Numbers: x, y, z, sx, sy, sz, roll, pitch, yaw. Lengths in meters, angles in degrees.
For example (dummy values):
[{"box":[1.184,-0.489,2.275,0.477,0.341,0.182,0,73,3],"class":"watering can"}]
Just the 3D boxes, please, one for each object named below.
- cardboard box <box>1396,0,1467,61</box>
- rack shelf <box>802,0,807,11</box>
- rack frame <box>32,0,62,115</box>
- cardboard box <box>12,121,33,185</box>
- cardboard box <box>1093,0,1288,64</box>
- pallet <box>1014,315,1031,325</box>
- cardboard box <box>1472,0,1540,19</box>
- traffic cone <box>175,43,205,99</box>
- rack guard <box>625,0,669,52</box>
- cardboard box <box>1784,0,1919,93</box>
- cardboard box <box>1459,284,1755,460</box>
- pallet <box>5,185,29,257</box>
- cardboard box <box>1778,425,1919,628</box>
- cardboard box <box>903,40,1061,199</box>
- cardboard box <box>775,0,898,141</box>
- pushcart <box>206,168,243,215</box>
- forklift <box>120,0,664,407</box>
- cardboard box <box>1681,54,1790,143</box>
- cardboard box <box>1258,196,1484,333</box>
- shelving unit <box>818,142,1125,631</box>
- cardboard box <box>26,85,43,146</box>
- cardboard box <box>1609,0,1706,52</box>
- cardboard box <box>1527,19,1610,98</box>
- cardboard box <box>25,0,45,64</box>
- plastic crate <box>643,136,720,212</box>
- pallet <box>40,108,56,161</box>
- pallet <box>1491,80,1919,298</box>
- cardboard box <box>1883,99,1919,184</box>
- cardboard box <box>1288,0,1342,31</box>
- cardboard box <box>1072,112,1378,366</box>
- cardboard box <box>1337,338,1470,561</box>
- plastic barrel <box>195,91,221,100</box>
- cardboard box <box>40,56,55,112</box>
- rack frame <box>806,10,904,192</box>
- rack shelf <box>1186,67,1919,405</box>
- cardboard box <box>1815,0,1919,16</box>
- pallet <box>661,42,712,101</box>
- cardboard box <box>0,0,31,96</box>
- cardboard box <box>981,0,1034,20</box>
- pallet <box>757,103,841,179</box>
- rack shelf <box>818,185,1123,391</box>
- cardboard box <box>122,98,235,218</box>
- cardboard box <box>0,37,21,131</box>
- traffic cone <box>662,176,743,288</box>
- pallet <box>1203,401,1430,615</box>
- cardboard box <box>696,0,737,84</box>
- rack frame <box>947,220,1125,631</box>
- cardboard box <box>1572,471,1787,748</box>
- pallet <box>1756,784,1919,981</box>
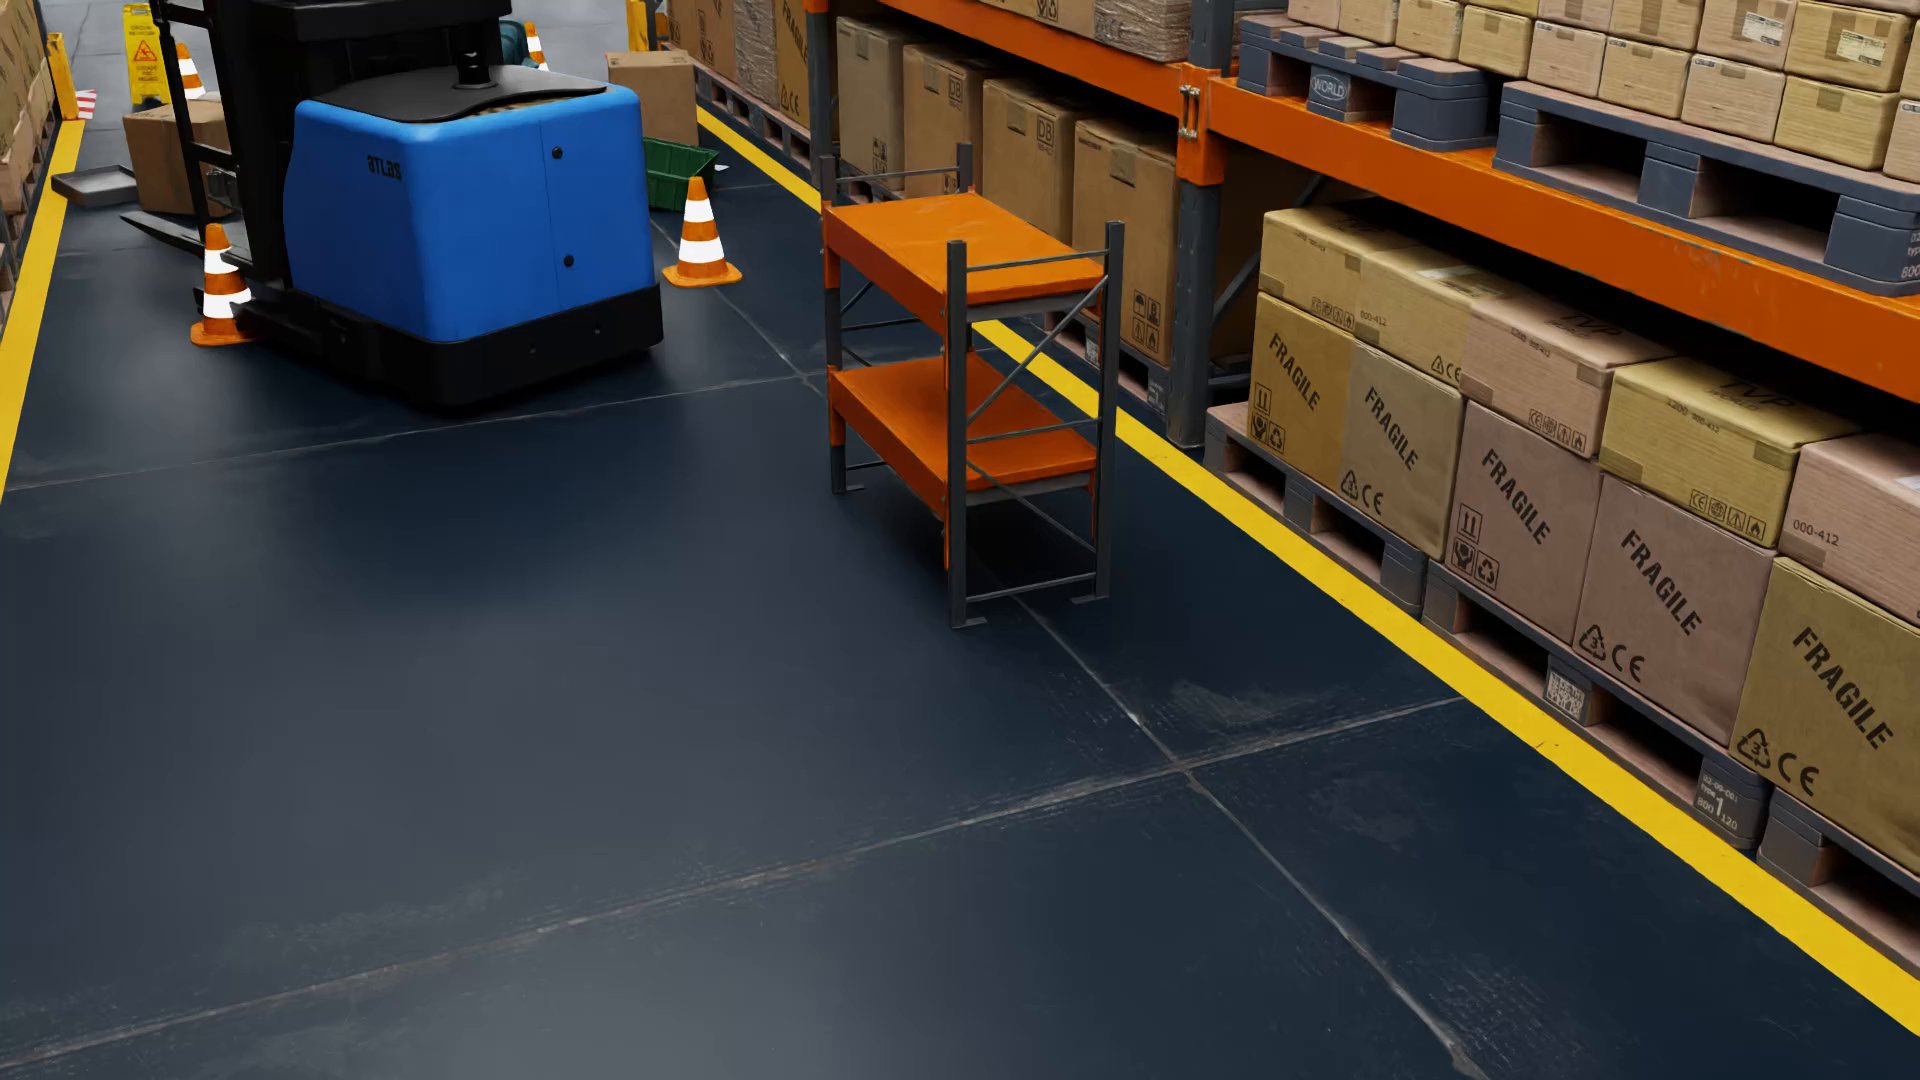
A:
[{"box":[1.425,-1.413,4.533,0.380,0.149,0.250,-9,27,-18],"class":"cardboard box"},{"box":[-1.126,-3.869,10.575,1.077,0.370,4.000,-11,28,-21],"class":"rack shelf"},{"box":[-6.424,-4.108,10.245,1.000,3.000,0.127,-11,28,-21],"class":"rack frame"},{"box":[-5.060,-1.945,8.469,0.500,0.250,0.500,-9,27,-18],"class":"cardboard box"},{"box":[0.801,-1.951,5.712,0.500,0.500,0.500,-11,28,-21],"class":"cardboard box"},{"box":[0.511,-1.340,7.754,1.003,0.211,1.213,-11,28,-21],"class":"pallet"},{"box":[1.543,-1.432,4.232,0.380,0.149,0.250,-10,28,-20],"class":"cardboard box"},{"box":[-5.069,-3.016,10.900,0.336,0.463,0.334,-11,28,-21],"class":"traffic cone"},{"box":[-1.918,-3.886,12.639,1.175,0.500,0.348,-11,28,-21],"class":"rack guard"},{"box":[1.933,-1.023,3.395,0.380,0.149,0.250,-10,28,-20],"class":"cardboard box"},{"box":[1.652,-0.446,4.260,0.500,0.250,0.500,-10,28,-20],"class":"cardboard box"},{"box":[-5.153,-1.505,8.093,1.003,0.211,1.213,-11,28,-21],"class":"pallet"},{"box":[2.077,-0.025,3.397,0.500,0.250,0.500,-9,28,-18],"class":"cardboard box"},{"box":[0.358,-1.937,7.884,1.050,0.750,0.750,-11,28,-21],"class":"cardboard box"},{"box":[-0.524,-2.885,9.682,0.875,0.875,0.875,-10,28,-20],"class":"cardboard box"},{"box":[-2.779,-1.727,8.357,1.648,0.377,0.936,-22,34,-38],"class":"pushcart"},{"box":[-2.644,-2.338,6.697,3.031,2.935,1.130,21,33,36],"class":"forklift"},{"box":[1.835,-0.990,3.667,0.380,0.149,0.250,-12,28,-22],"class":"cardboard box"},{"box":[1.271,-0.852,5.093,0.500,0.250,0.500,-12,28,-23],"class":"cardboard box"},{"box":[0.003,-0.503,4.998,0.538,1.125,1.048,-11,28,-21],"class":"shelving unit"},{"box":[-5.454,-2.360,9.321,0.500,0.250,0.500,-12,28,-22],"class":"cardboard box"},{"box":[1.734,-1.230,3.819,0.380,0.149,0.250,-11,28,-21],"class":"cardboard box"},{"box":[1.638,-1.197,4.091,0.380,0.149,0.250,-10,28,-19],"class":"cardboard box"},{"box":[-5.870,-3.120,10.021,0.500,0.500,0.500,-10,28,-20],"class":"cardboard box"},{"box":[-1.616,-1.992,9.051,0.450,0.188,0.662,12,27,2],"class":"plastic crate"},{"box":[-6.109,-2.490,10.110,1.003,0.211,1.213,-11,28,-21],"class":"pallet"},{"box":[2.037,-0.892,3.876,1.003,0.211,1.213,-11,28,-21],"class":"pallet"},{"box":[2.043,-0.775,3.227,0.380,0.149,0.250,-12,28,-23],"class":"cardboard box"},{"box":[1.214,-1.630,4.978,0.380,0.149,0.250,-11,28,-21],"class":"cardboard box"},{"box":[1.068,-1.209,6.393,1.050,0.750,0.750,-11,28,-21],"class":"cardboard box"},{"box":[1.466,-0.304,4.823,0.500,0.500,0.500,-10,28,-20],"class":"cardboard box"},{"box":[-4.222,-2.377,9.636,0.512,0.421,0.421,8,27,15],"class":"plastic barrel"},{"box":[-5.851,-2.772,10.163,0.500,0.250,0.500,-11,28,-21],"class":"cardboard box"},{"box":[-0.342,-3.385,8.764,1.000,3.000,0.127,-11,28,-21],"class":"rack frame"},{"box":[2.007,-0.639,3.960,1.077,0.370,4.000,-11,28,-21],"class":"rack shelf"},{"box":[1.944,-1.153,3.322,0.380,0.149,0.250,-12,28,-23],"class":"cardboard box"},{"box":[-1.524,-3.437,12.049,1.003,0.211,1.213,-11,28,-21],"class":"pallet"},{"box":[-5.472,-2.705,9.171,0.500,0.500,0.500,-11,28,-22],"class":"cardboard box"},{"box":[0.411,-2.354,6.538,0.500,0.500,0.500,-11,28,-21],"class":"cardboard box"},{"box":[-0.568,-2.452,10.032,1.003,0.211,1.213,-11,28,-21],"class":"pallet"},{"box":[0.003,-0.766,4.869,0.538,0.278,1.000,-11,28,-21],"class":"rack shelf"},{"box":[-4.025,-2.038,8.851,0.500,0.500,0.500,8,27,15],"class":"cardboard box"},{"box":[-5.061,-2.282,8.306,0.500,0.500,0.500,-9,28,-19],"class":"cardboard box"},{"box":[-1.207,-1.444,7.680,0.336,0.463,0.334,-11,28,-21],"class":"traffic cone"},{"box":[1.529,-0.201,5.421,1.003,0.211,1.213,-11,28,-21],"class":"pallet"},{"box":[-1.236,-3.616,11.181,0.875,0.875,0.875,-11,28,-21],"class":"cardboard box"},{"box":[0.202,-0.298,4.577,0.500,1.125,0.032,-11,28,-21],"class":"rack frame"},{"box":[1.871,0.109,3.978,0.500,0.500,0.500,-11,28,-22],"class":"cardboard box"},{"box":[2.484,0.784,3.404,1.003,0.211,1.213,-11,28,-21],"class":"pallet"}]
